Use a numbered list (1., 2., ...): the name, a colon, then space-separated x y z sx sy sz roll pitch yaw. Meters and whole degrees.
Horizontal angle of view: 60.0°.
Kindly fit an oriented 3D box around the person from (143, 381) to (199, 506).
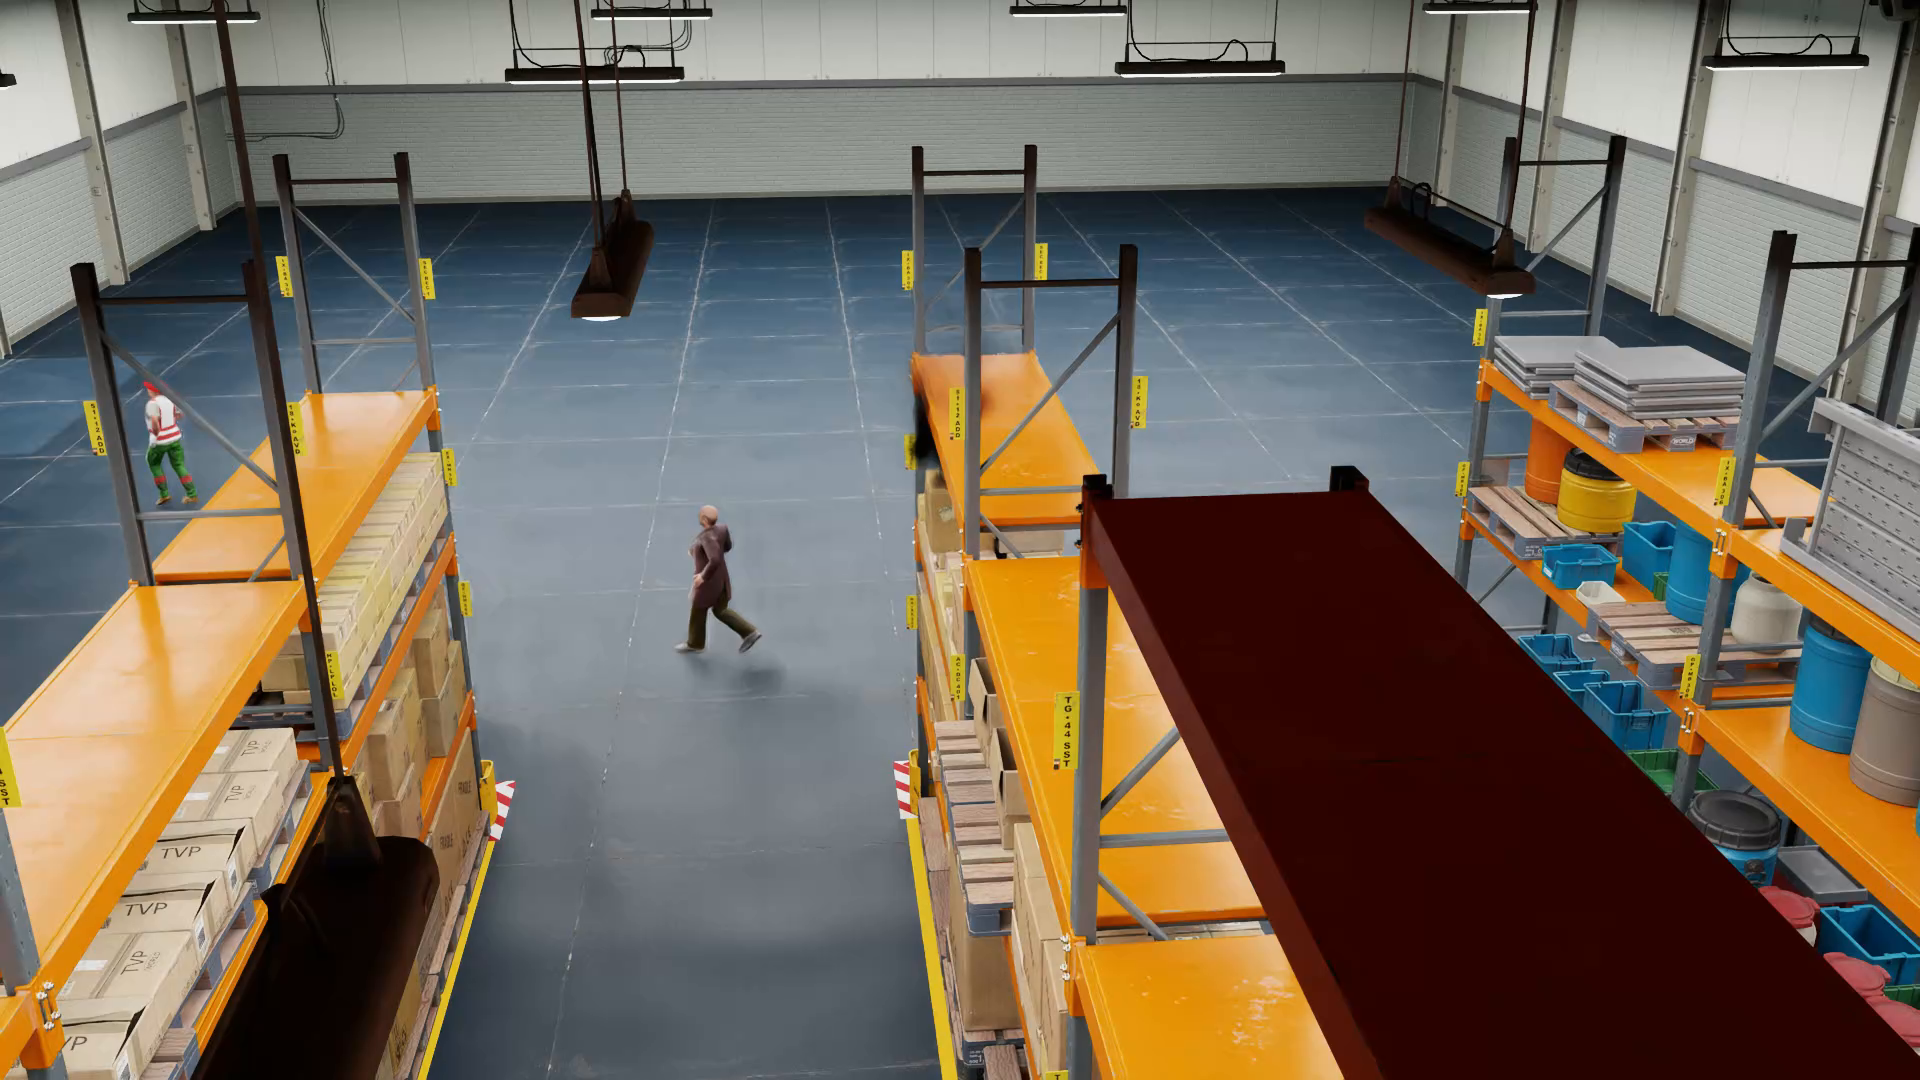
1. person: -10.751 -1.313 22.545 0.788 1.836 0.637 12 25 27

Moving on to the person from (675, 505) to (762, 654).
1. person: -2.665 0.500 18.059 1.053 1.687 0.713 9 23 21

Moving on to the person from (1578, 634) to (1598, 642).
1. person: 7.082 0.419 18.473 0.551 1.551 0.529 6 22 15
